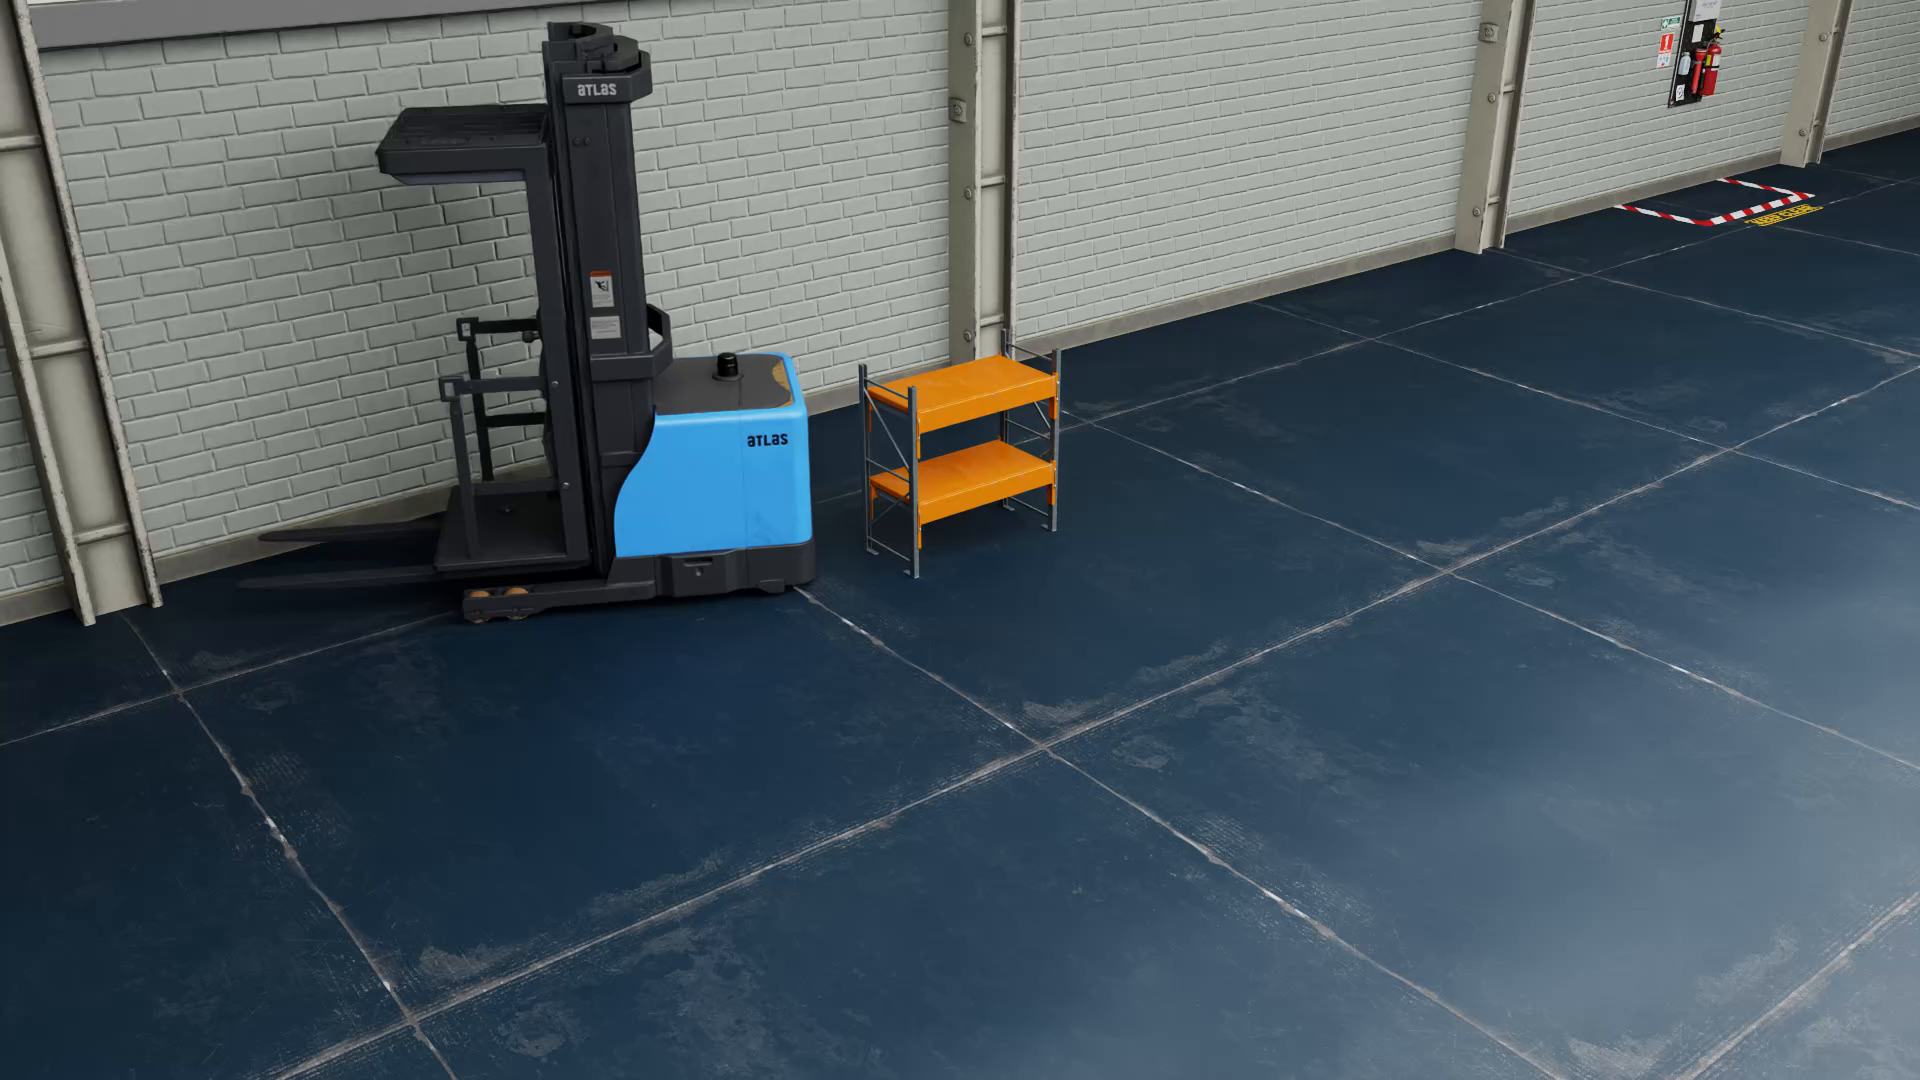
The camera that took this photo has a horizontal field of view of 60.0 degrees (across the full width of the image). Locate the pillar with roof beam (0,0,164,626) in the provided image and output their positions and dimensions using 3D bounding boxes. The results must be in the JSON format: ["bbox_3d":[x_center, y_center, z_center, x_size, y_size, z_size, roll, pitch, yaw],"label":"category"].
[{"bbox_3d":[-1.900,-2.303,4.022,0.400,9.000,9.100,-18,31,-34],"label":"pillar with roof beam"}]

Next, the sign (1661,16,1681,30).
[{"bbox_3d":[7.151,-5.199,16.718,0.331,0.109,0.001,-18,31,-34],"label":"sign"}]

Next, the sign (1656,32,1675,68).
[{"bbox_3d":[7.142,-4.961,16.833,0.234,0.329,0.001,-18,31,-34],"label":"sign"}]

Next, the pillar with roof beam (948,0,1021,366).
[{"bbox_3d":[2.822,-3.861,7.380,0.400,9.000,9.100,-18,31,-34],"label":"pillar with roof beam"}]

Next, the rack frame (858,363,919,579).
[{"bbox_3d":[-0.395,-0.380,9.232,0.032,1.125,0.500,-18,31,-34],"label":"rack frame"}]

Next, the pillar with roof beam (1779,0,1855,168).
[{"bbox_3d":[12.265,-6.978,14.097,0.400,9.000,9.100,-18,31,-34],"label":"pillar with roof beam"}]

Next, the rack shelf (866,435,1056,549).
[{"bbox_3d":[0.005,-0.290,9.620,1.000,0.278,0.538,-18,31,-34],"label":"rack shelf"}]

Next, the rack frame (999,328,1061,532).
[{"bbox_3d":[0.405,-0.644,9.802,0.032,1.125,0.500,-18,31,-34],"label":"rack frame"}]

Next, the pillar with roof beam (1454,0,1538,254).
[{"bbox_3d":[7.543,-5.420,10.739,0.400,9.000,9.100,-18,31,-34],"label":"pillar with roof beam"}]

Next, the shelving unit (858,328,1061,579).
[{"bbox_3d":[0.005,-0.512,9.517,1.048,1.125,0.538,-18,31,-34],"label":"shelving unit"}]

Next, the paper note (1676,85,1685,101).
[{"bbox_3d":[7.458,-4.631,17.212,0.142,0.148,0.016,-18,31,-34],"label":"paper note"}]

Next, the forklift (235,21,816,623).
[{"bbox_3d":[-2.359,-1.132,8.708,3.031,2.935,1.130,-4,25,-9],"label":"forklift"}]

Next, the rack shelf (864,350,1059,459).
[{"bbox_3d":[0.005,-0.777,9.394,1.000,0.278,0.538,-18,31,-34],"label":"rack shelf"}]

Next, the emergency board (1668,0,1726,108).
[{"bbox_3d":[7.640,-5.054,17.077,0.643,1.169,0.194,-18,31,-34],"label":"emergency board"}]
